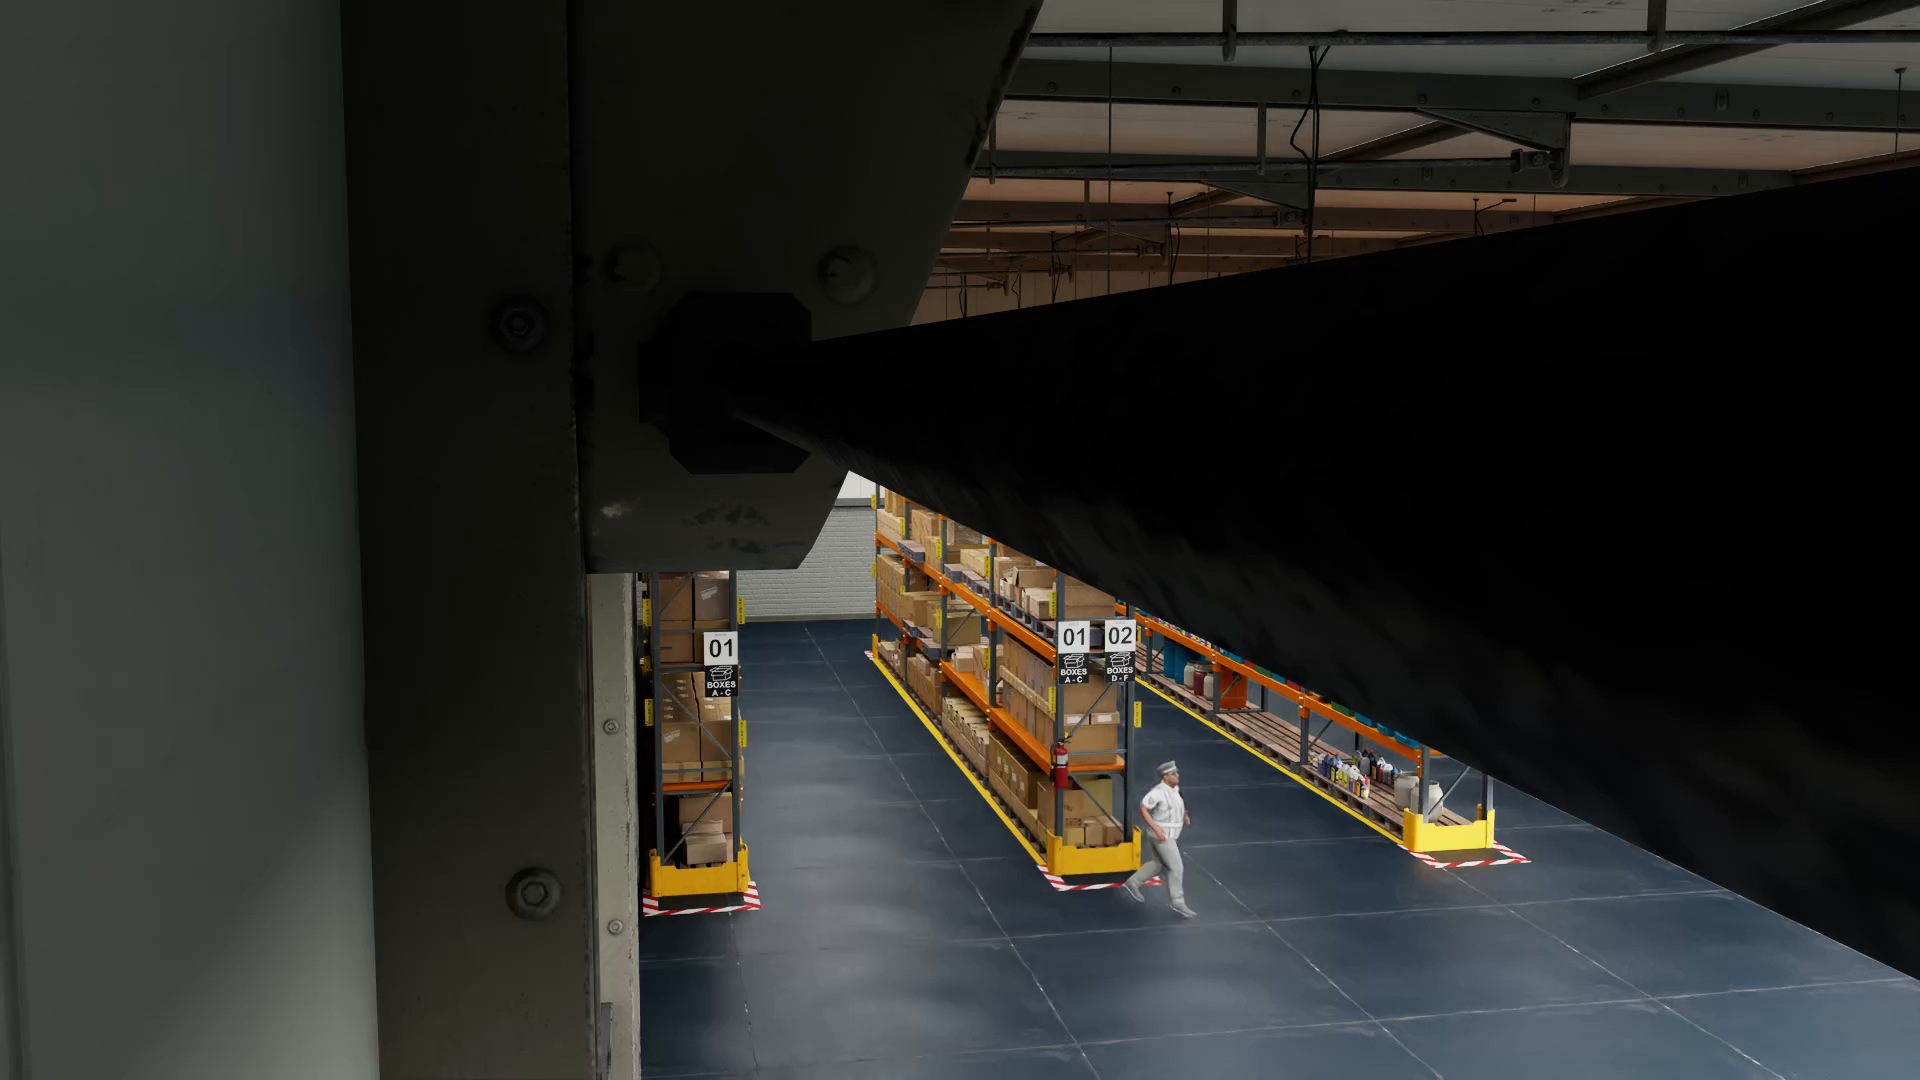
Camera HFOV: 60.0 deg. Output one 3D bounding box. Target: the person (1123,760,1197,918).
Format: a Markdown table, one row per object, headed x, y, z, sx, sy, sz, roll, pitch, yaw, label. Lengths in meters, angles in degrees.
| x | y | z | sx | sy | sz | roll | pitch | yaw | label |
| --- | --- | --- | --- | --- | --- | --- | --- | --- | --- |
| 2.367 | 3.442 | 19.438 | 0.895 | 1.800 | 0.671 | 2 | 6 | 21 | person |

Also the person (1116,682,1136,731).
| x | y | z | sx | sy | sz | roll | pitch | yaw | label |
| --- | --- | --- | --- | --- | --- | --- | --- | --- | --- |
| 2.838 | 2.520 | 29.249 | 0.541 | 1.574 | 0.867 | -3 | 7 | -26 | person |
